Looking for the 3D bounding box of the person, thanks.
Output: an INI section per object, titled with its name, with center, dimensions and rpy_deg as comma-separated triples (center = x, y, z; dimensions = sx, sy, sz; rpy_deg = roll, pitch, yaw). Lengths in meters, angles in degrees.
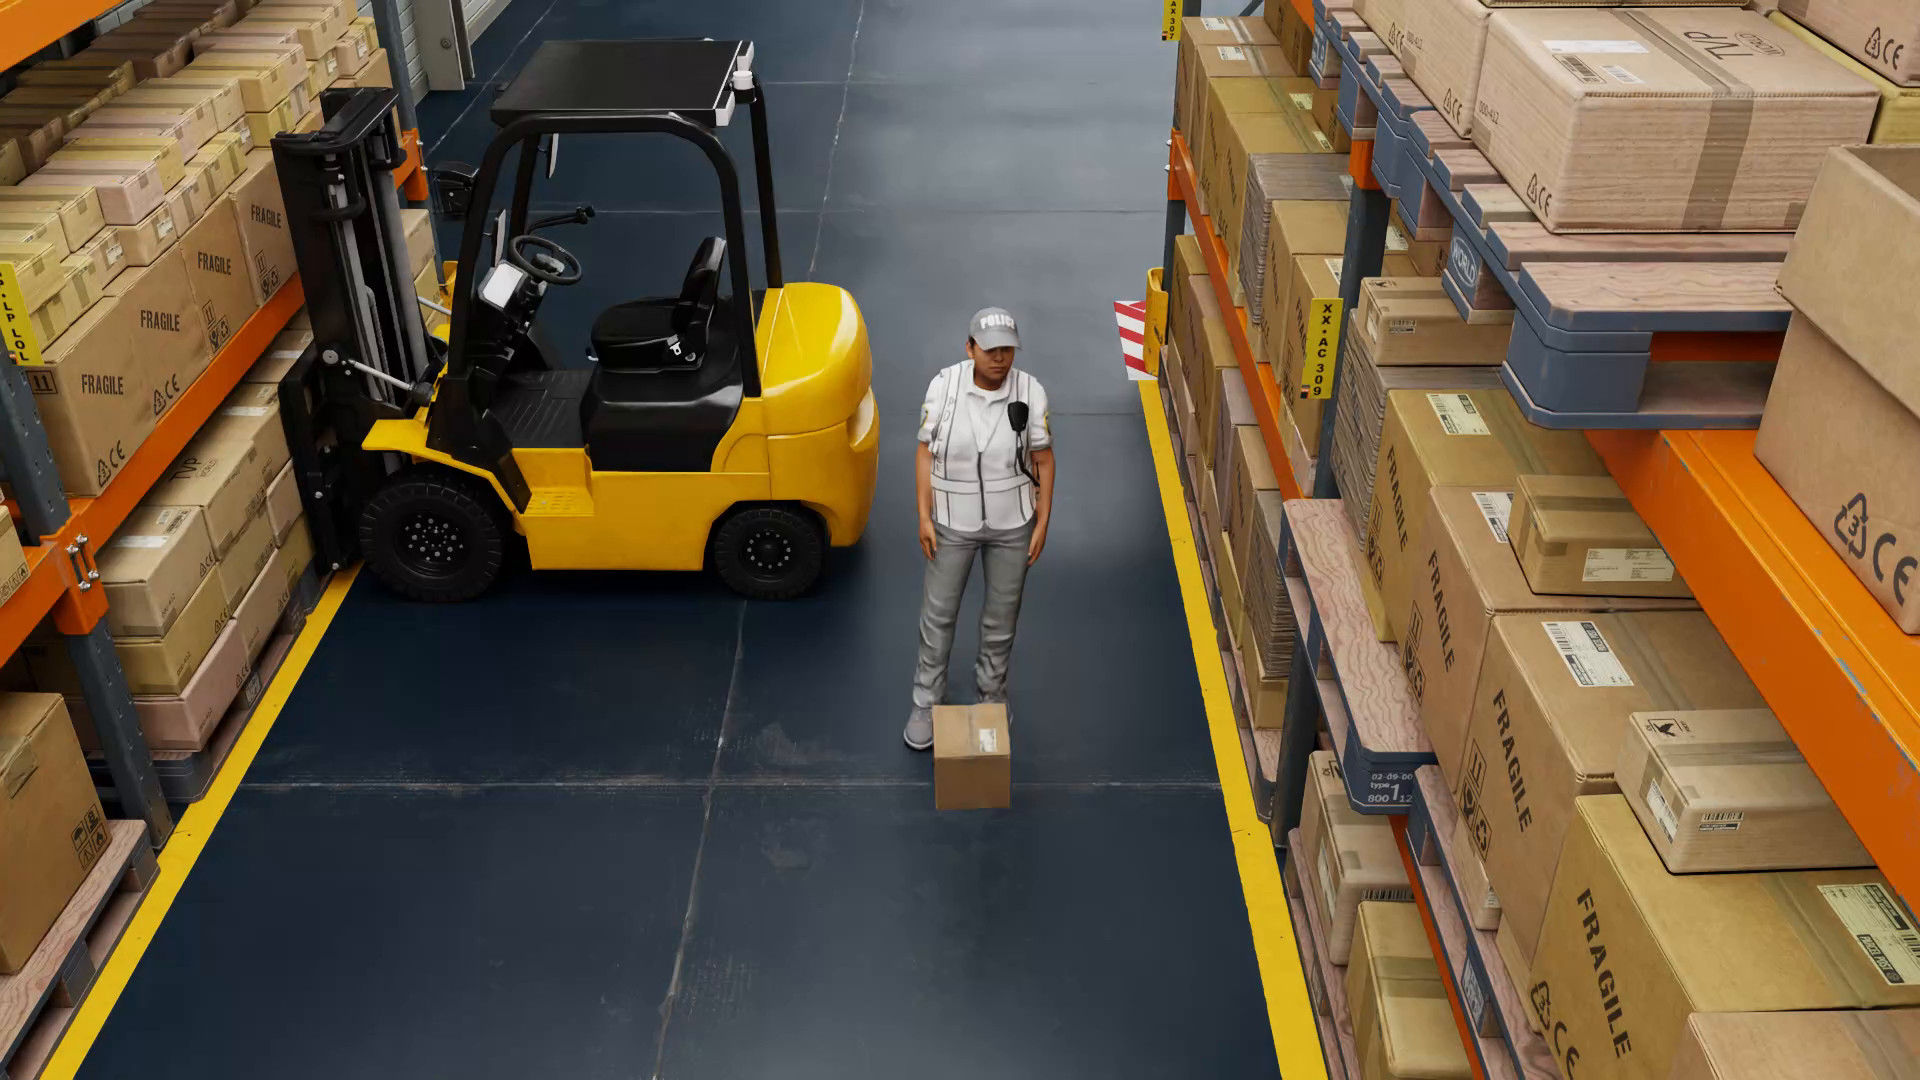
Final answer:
[person]
center = 0.066, -0.035, 6.171
dimensions = 0.575, 1.670, 0.523
rpy_deg = -1, 32, -1
